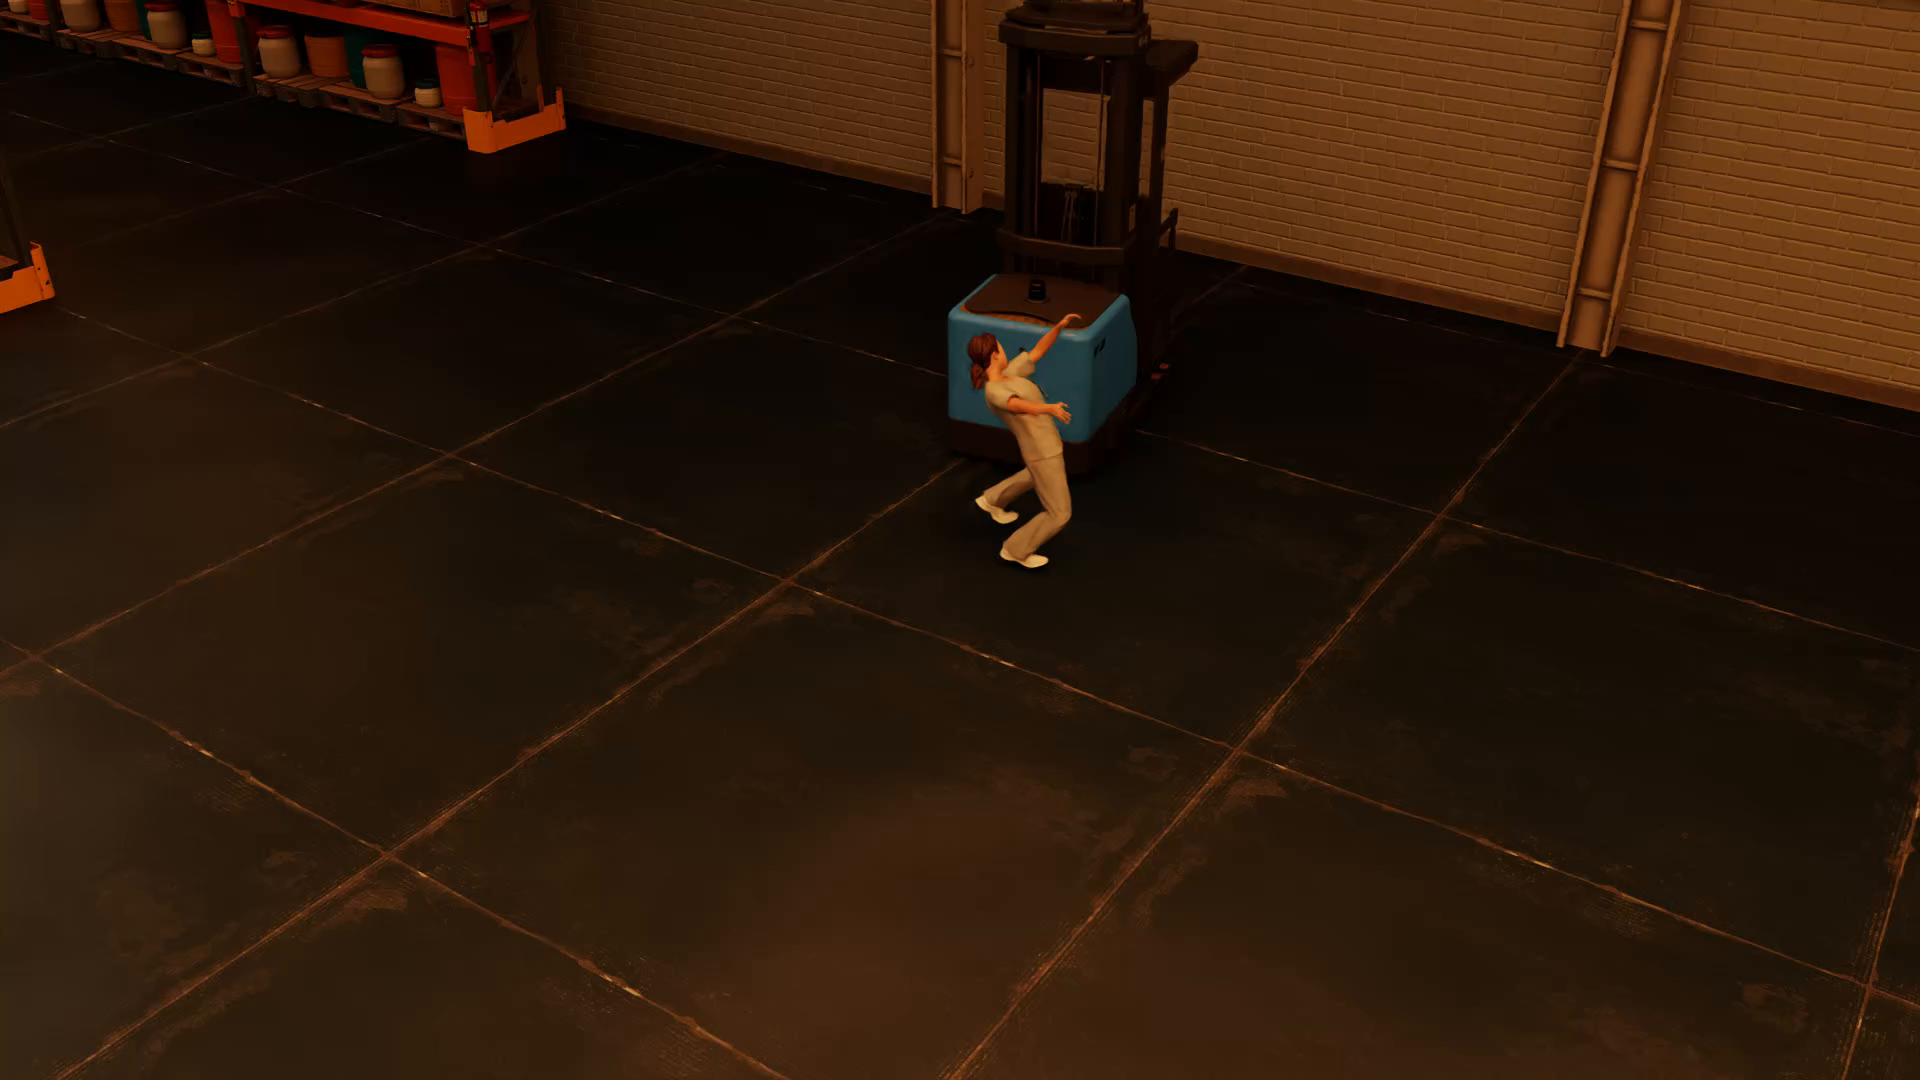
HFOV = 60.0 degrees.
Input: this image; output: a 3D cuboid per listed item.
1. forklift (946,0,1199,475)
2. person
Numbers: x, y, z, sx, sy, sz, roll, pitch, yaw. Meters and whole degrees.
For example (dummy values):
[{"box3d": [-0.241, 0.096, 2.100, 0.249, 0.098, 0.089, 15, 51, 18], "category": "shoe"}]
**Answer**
[{"box3d": [0.966, -2.422, 11.752, 1.130, 2.935, 3.031, 13, 32, 21], "category": "forklift"}, {"box3d": [0.392, -0.529, 9.872, 0.662, 1.521, 0.987, -2, 30, -3], "category": "person"}]
